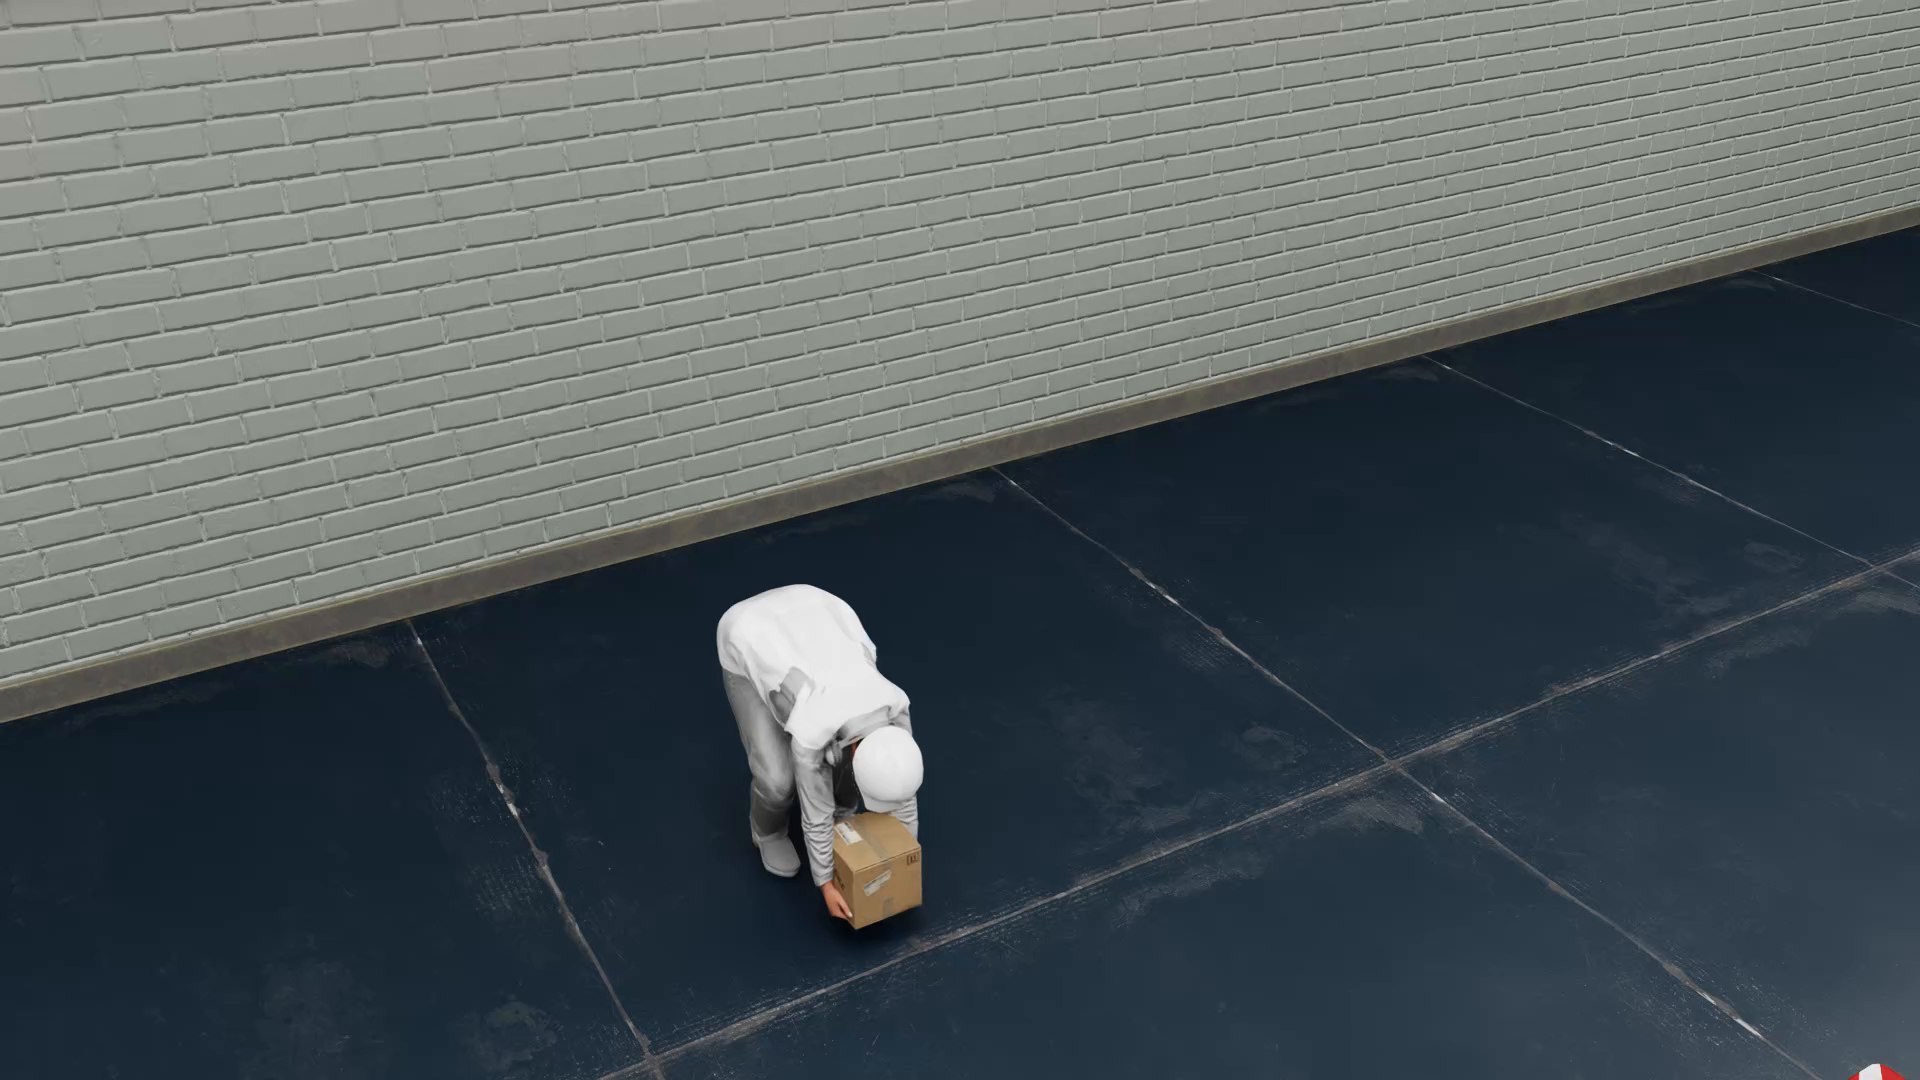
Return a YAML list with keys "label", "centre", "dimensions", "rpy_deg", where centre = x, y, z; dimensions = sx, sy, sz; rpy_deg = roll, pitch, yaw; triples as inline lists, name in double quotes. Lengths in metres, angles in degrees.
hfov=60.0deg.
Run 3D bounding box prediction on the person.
- label: "person"
  centre: [-0.426, 0.724, 5.567]
  dimensions: [0.503, 1.015, 1.000]
  rpy_deg: [-17, 33, -29]
